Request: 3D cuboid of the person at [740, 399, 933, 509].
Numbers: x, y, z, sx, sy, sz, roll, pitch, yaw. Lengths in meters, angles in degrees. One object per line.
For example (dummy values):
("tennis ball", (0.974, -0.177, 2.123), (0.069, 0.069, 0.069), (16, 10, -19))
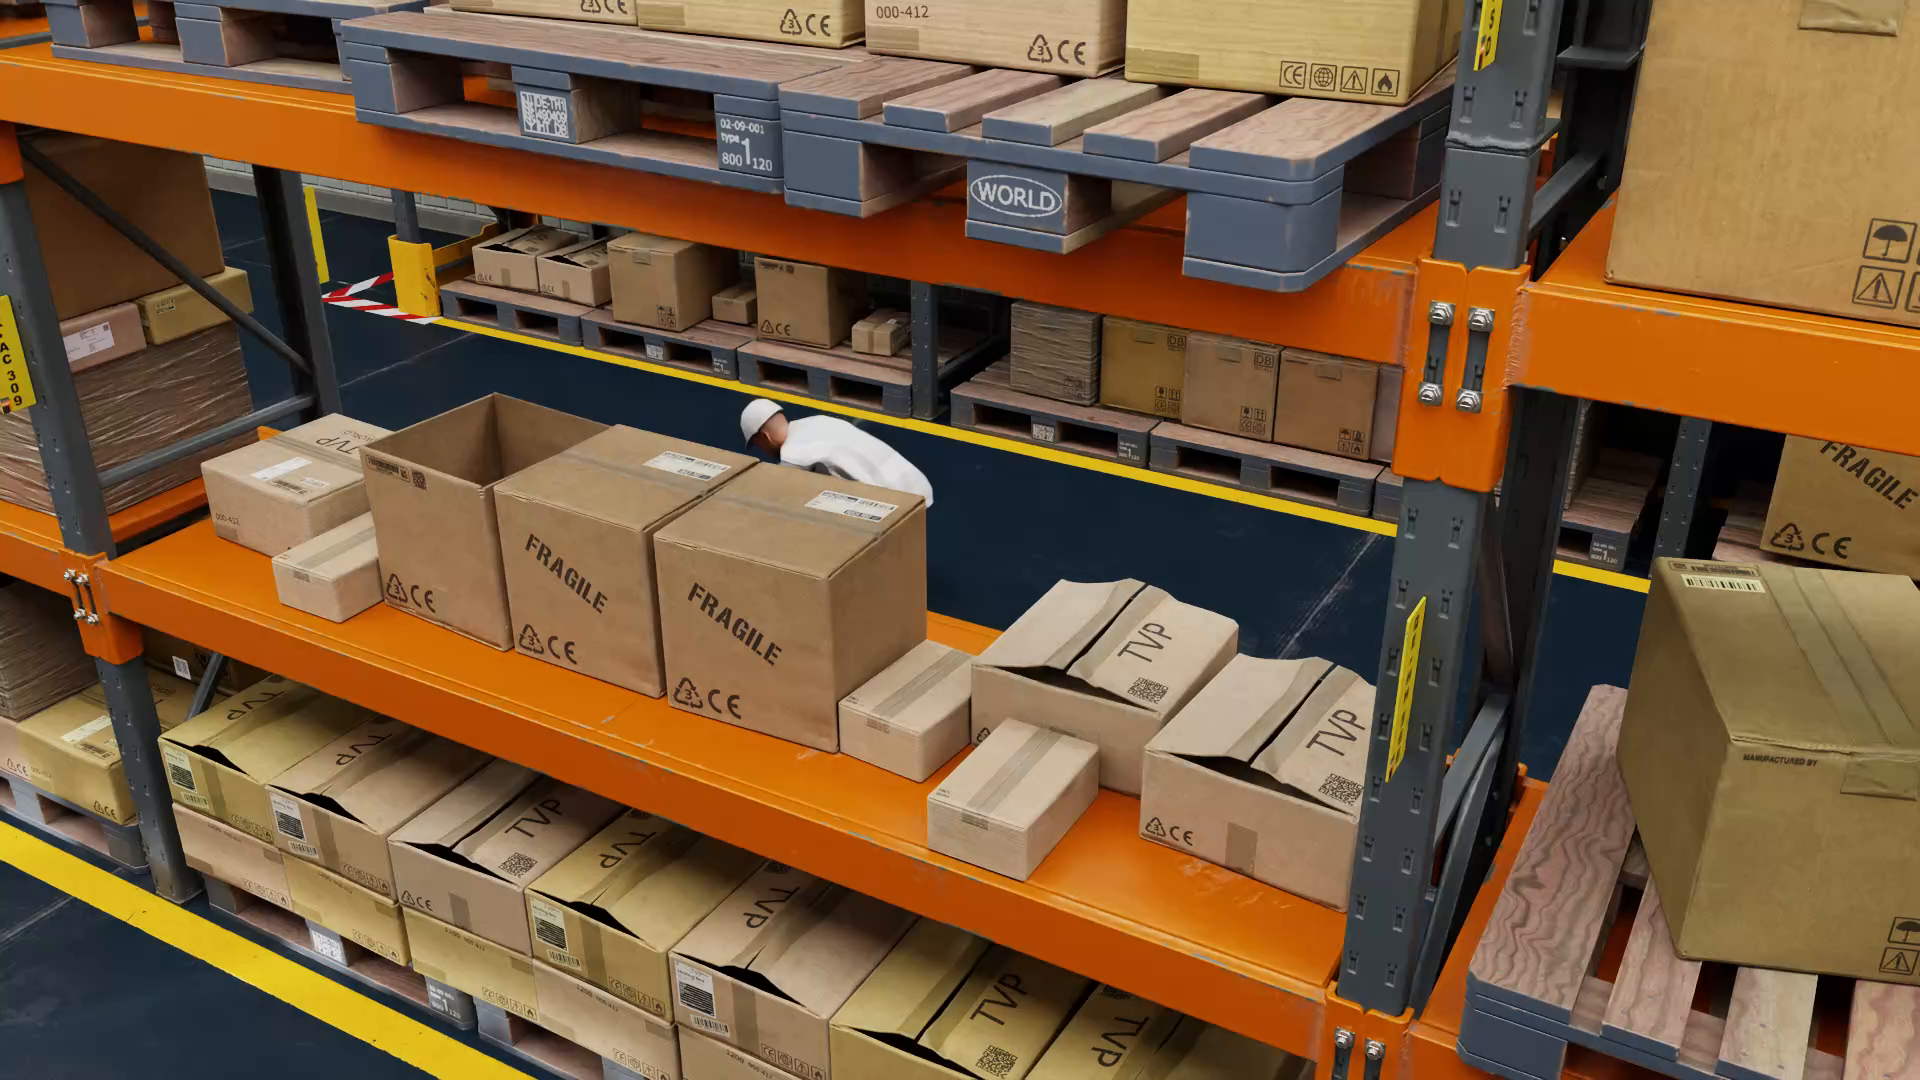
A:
("person", (-0.576, -0.183, 7.605), (0.901, 0.878, 0.553), (14, 30, 26))
